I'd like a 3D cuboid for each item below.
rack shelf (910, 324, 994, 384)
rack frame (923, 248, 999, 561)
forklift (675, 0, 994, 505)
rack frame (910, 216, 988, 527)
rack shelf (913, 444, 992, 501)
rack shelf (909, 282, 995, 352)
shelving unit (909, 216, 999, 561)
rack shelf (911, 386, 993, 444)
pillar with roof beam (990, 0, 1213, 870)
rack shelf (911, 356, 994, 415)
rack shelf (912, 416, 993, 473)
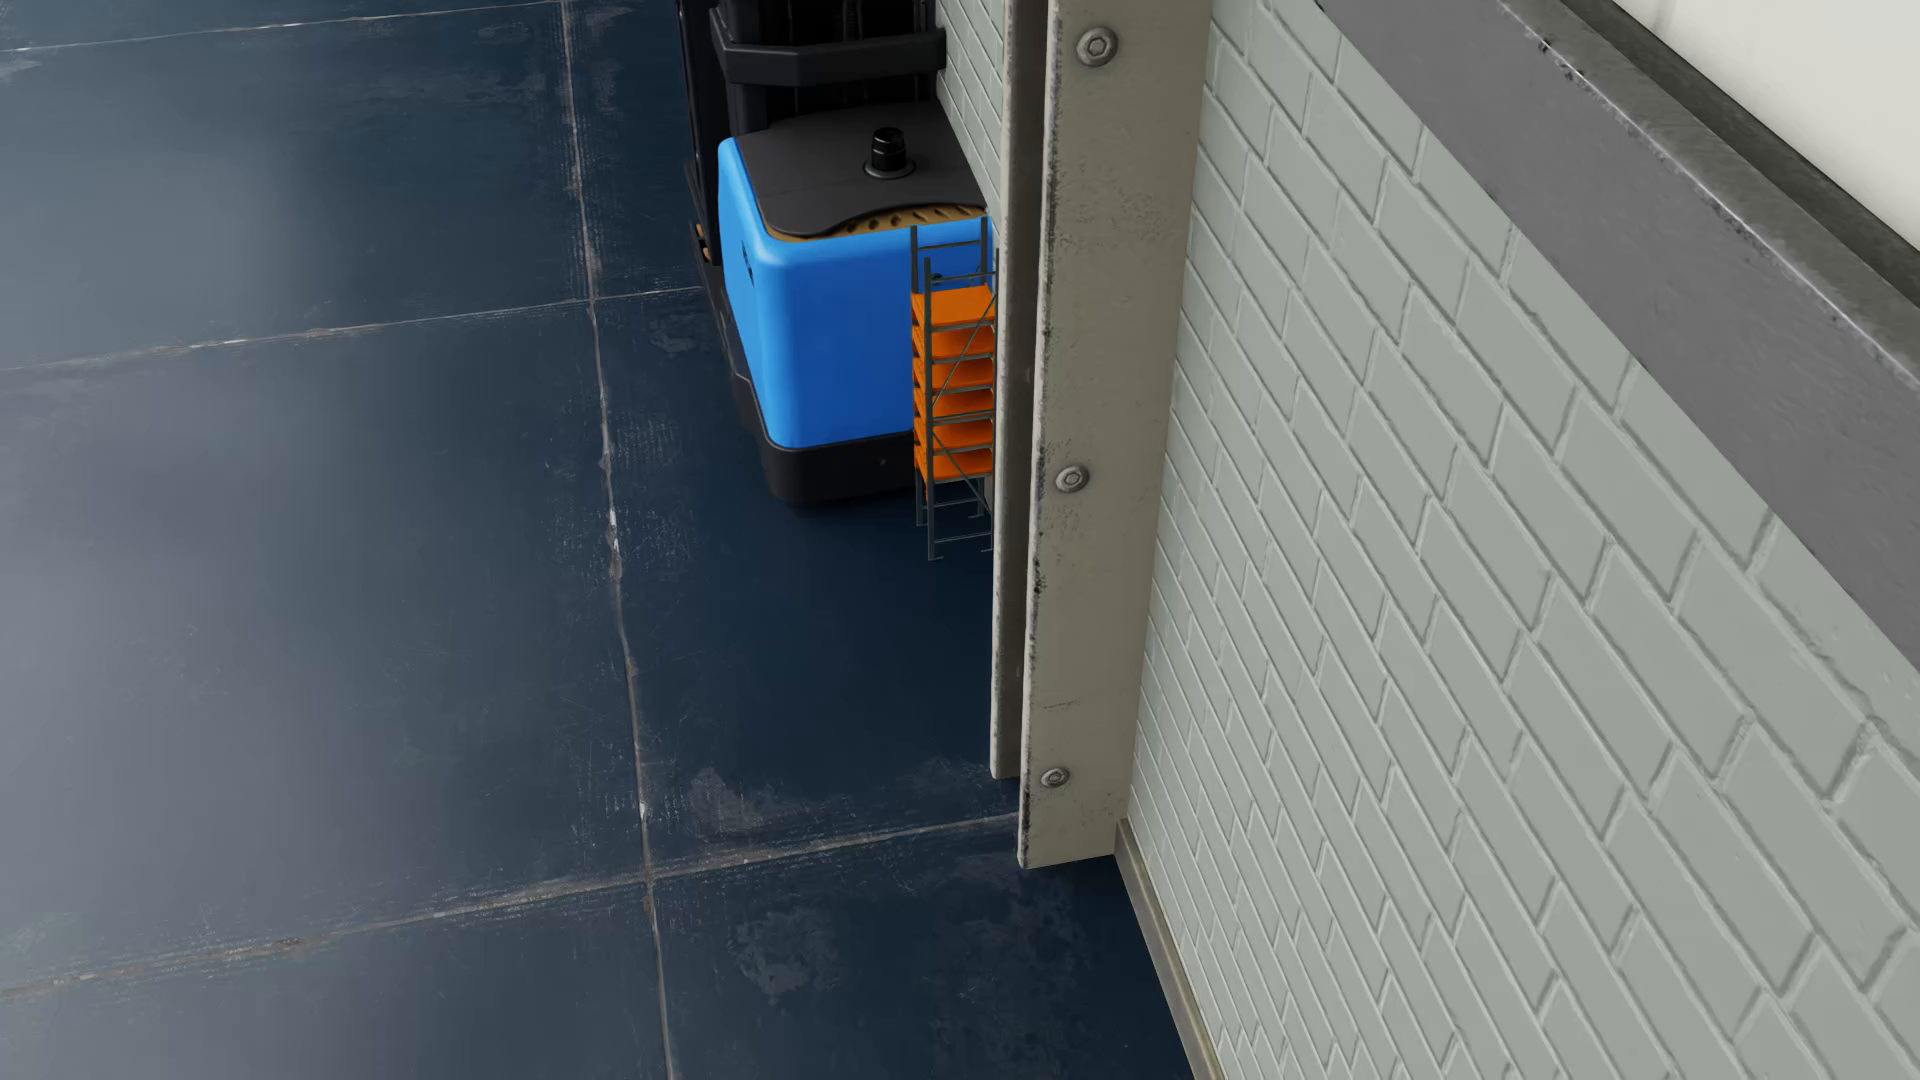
[{"bbox_3d":[-0.012,-0.602,5.229,0.258,0.103,0.180,-9,42,-10],"label":"rack shelf"},{"bbox_3d":[0.010,-0.396,5.293,0.240,1.200,0.006,-9,42,-10],"label":"rack frame"},{"bbox_3d":[-0.520,-2.209,6.030,1.130,2.935,3.031,-10,43,-11],"label":"forklift"},{"bbox_3d":[-0.033,-0.514,5.426,0.240,1.200,0.006,-9,42,-10],"label":"rack frame"},{"bbox_3d":[-0.012,-0.243,5.548,0.258,0.103,0.180,-9,42,-10],"label":"rack shelf"},{"bbox_3d":[-0.012,-0.691,5.150,0.258,0.103,0.180,-9,42,-10],"label":"rack shelf"},{"bbox_3d":[-0.012,-0.455,5.359,0.258,1.200,0.189,-9,42,-10],"label":"shelving unit"},{"bbox_3d":[-0.012,-0.422,5.389,0.258,0.103,0.180,-9,42,-10],"label":"rack shelf"},{"bbox_3d":[-3.922,-1.967,1.187,9.100,9.000,0.400,-8,42,-9],"label":"pillar with roof beam"},{"bbox_3d":[-0.012,-0.512,5.309,0.258,0.103,0.180,-9,42,-10],"label":"rack shelf"},{"bbox_3d":[-0.012,-0.332,5.468,0.258,0.103,0.180,-9,42,-10],"label":"rack shelf"}]
